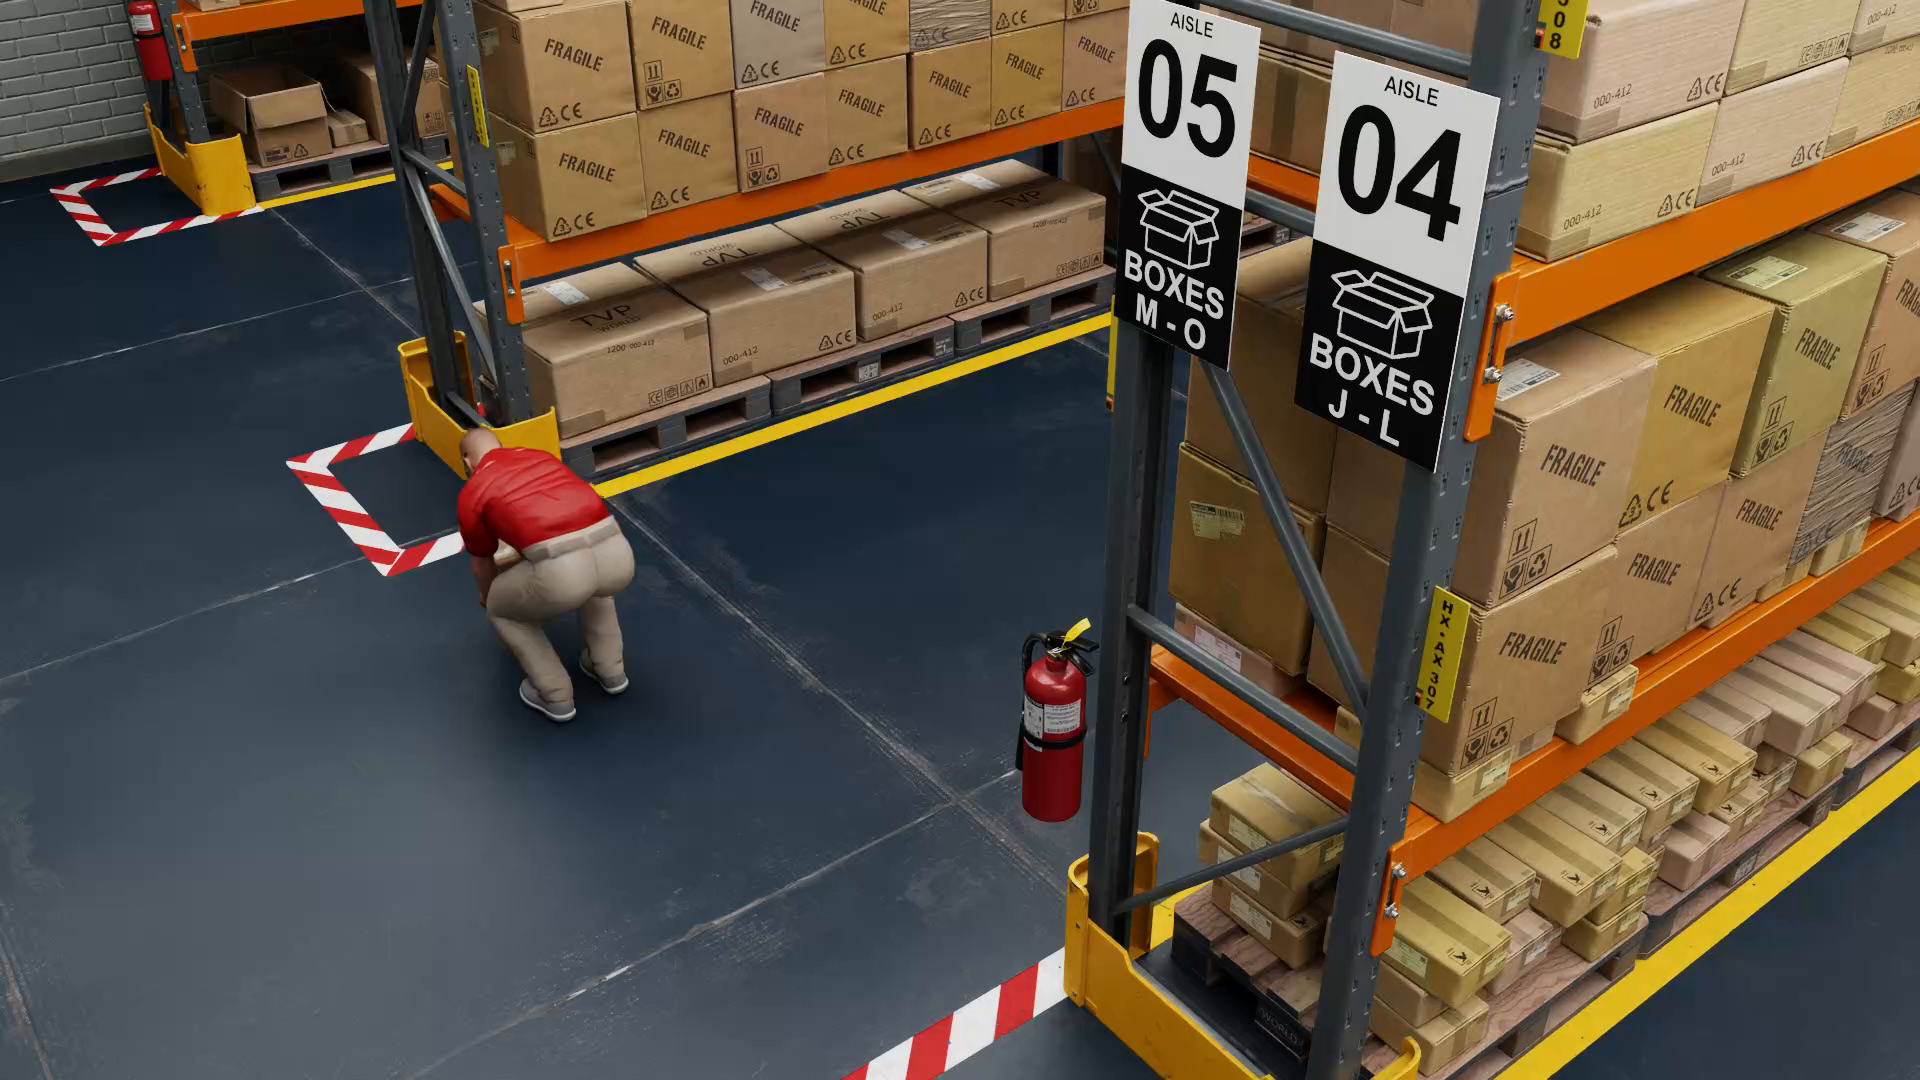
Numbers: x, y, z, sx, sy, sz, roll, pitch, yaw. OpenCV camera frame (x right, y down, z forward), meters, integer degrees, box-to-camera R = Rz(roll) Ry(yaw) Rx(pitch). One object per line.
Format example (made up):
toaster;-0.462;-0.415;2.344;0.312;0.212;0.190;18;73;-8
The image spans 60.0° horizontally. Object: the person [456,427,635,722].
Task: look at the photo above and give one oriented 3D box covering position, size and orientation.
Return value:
person;-1.658;0.134;6.630;0.534;0.997;0.940;-24;39;-33
